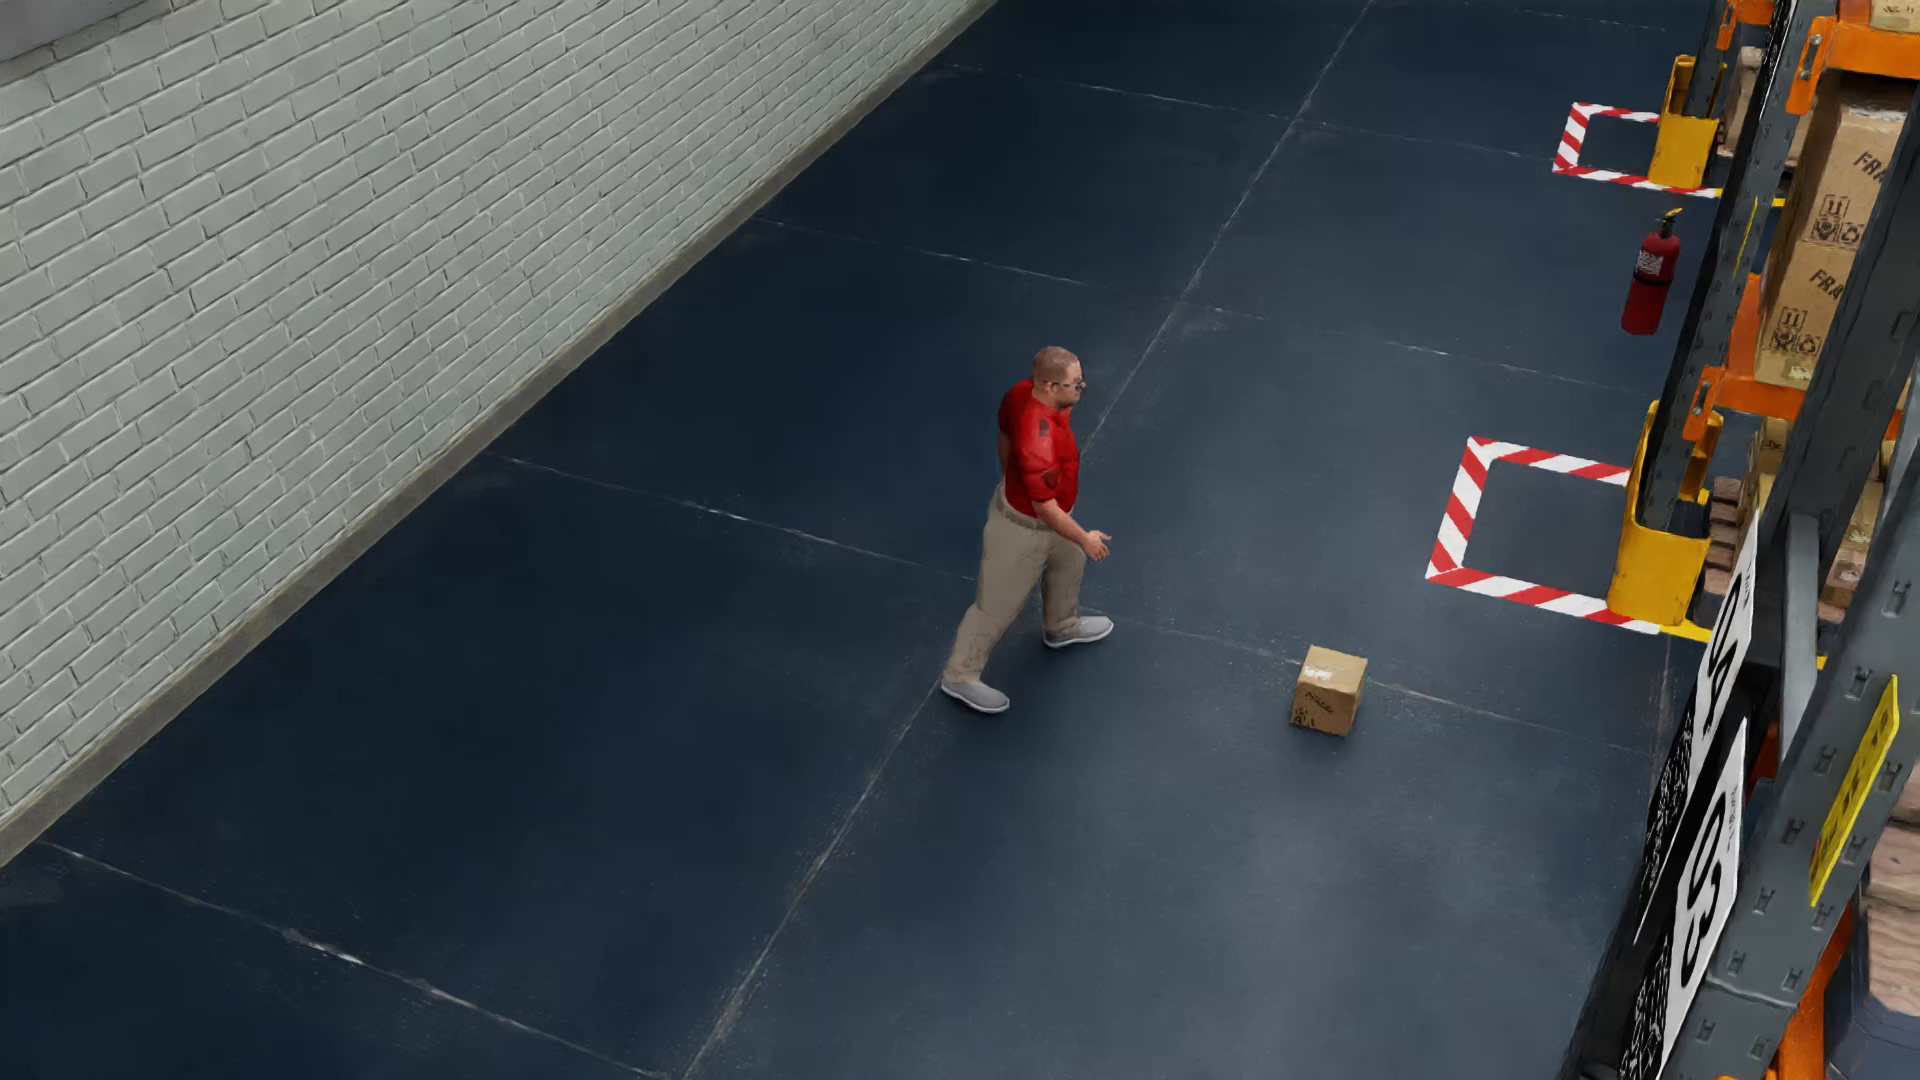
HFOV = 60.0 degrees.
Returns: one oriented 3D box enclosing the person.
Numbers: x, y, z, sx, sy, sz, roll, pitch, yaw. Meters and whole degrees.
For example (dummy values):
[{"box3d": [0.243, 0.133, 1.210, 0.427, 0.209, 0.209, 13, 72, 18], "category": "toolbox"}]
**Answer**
[{"box3d": [0.305, -0.085, 6.965, 0.765, 1.683, 0.655, 2, 37, 3], "category": "person"}]
